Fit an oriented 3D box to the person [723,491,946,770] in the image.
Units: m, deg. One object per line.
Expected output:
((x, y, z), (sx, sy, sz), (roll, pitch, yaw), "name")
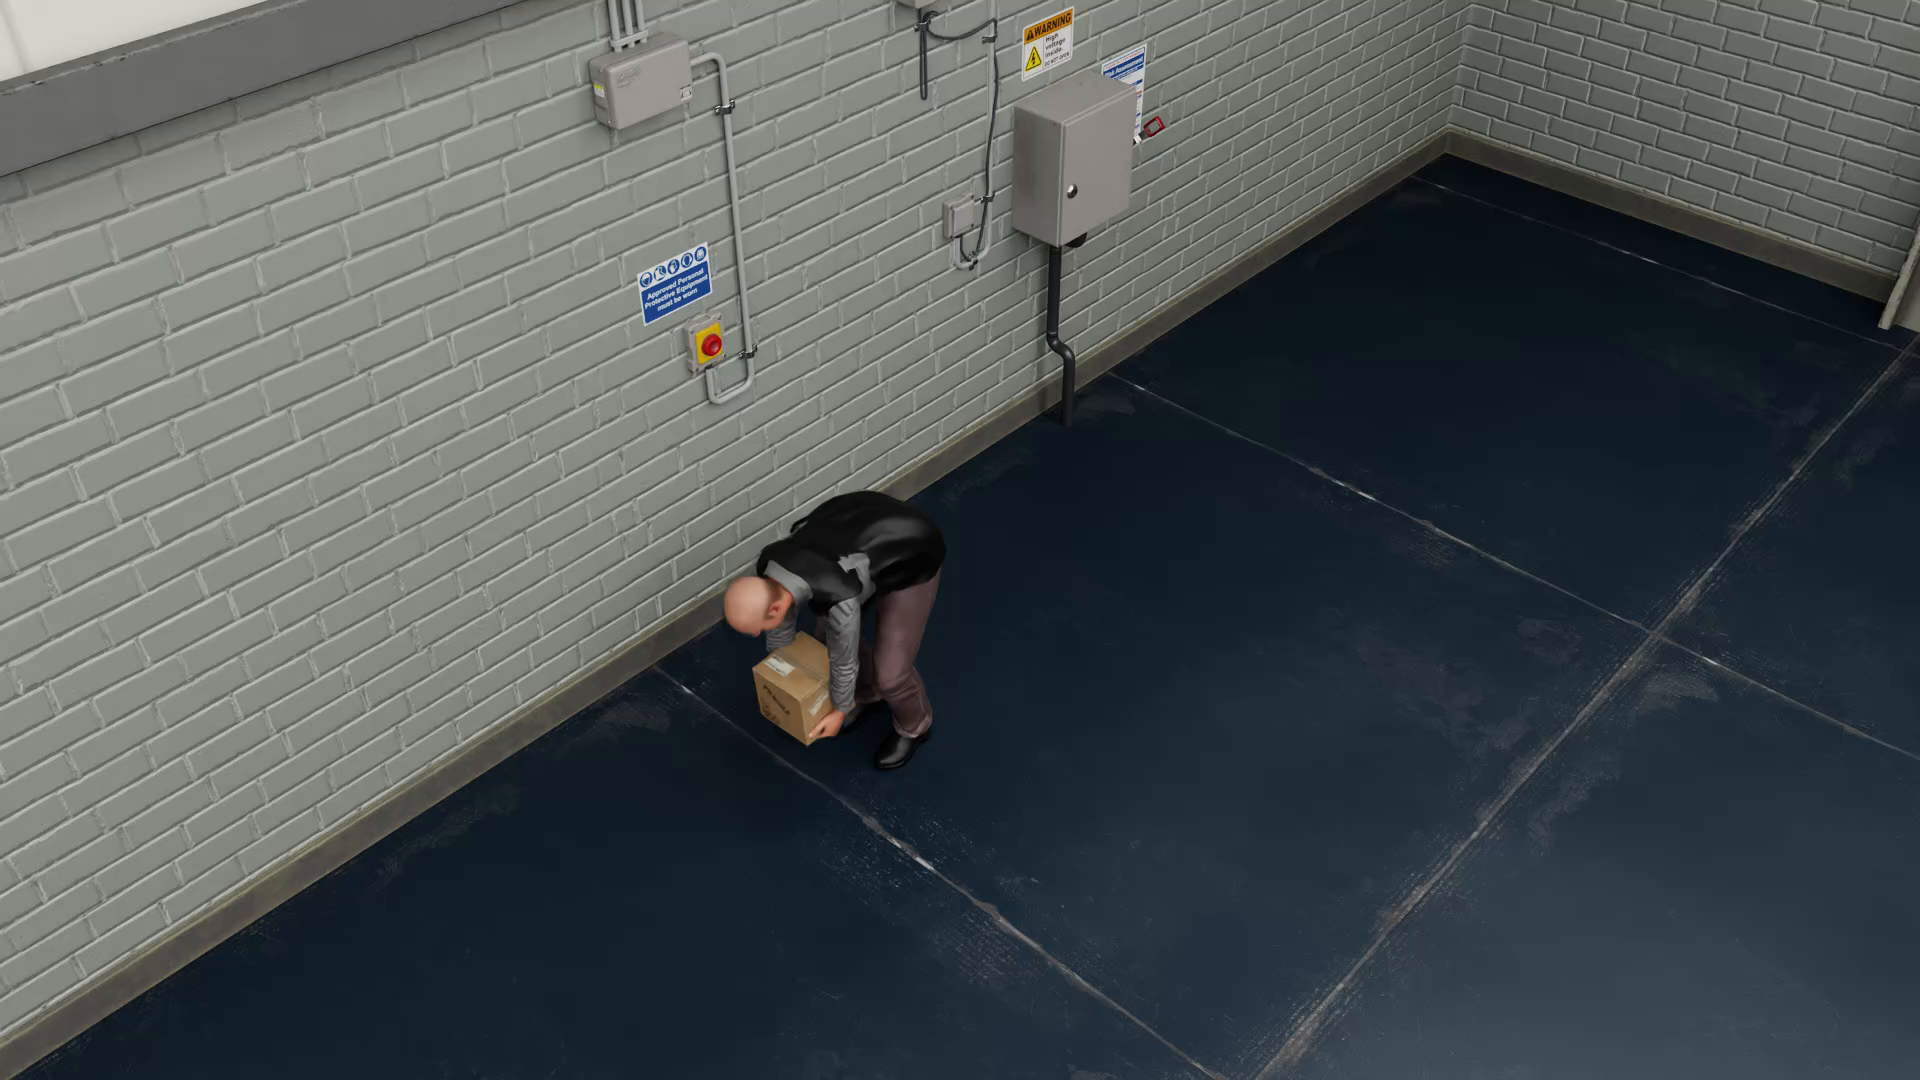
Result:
((-0.458, 0.412, 6.106), (0.461, 1.171, 0.948), (29, 47, 30), "person")
